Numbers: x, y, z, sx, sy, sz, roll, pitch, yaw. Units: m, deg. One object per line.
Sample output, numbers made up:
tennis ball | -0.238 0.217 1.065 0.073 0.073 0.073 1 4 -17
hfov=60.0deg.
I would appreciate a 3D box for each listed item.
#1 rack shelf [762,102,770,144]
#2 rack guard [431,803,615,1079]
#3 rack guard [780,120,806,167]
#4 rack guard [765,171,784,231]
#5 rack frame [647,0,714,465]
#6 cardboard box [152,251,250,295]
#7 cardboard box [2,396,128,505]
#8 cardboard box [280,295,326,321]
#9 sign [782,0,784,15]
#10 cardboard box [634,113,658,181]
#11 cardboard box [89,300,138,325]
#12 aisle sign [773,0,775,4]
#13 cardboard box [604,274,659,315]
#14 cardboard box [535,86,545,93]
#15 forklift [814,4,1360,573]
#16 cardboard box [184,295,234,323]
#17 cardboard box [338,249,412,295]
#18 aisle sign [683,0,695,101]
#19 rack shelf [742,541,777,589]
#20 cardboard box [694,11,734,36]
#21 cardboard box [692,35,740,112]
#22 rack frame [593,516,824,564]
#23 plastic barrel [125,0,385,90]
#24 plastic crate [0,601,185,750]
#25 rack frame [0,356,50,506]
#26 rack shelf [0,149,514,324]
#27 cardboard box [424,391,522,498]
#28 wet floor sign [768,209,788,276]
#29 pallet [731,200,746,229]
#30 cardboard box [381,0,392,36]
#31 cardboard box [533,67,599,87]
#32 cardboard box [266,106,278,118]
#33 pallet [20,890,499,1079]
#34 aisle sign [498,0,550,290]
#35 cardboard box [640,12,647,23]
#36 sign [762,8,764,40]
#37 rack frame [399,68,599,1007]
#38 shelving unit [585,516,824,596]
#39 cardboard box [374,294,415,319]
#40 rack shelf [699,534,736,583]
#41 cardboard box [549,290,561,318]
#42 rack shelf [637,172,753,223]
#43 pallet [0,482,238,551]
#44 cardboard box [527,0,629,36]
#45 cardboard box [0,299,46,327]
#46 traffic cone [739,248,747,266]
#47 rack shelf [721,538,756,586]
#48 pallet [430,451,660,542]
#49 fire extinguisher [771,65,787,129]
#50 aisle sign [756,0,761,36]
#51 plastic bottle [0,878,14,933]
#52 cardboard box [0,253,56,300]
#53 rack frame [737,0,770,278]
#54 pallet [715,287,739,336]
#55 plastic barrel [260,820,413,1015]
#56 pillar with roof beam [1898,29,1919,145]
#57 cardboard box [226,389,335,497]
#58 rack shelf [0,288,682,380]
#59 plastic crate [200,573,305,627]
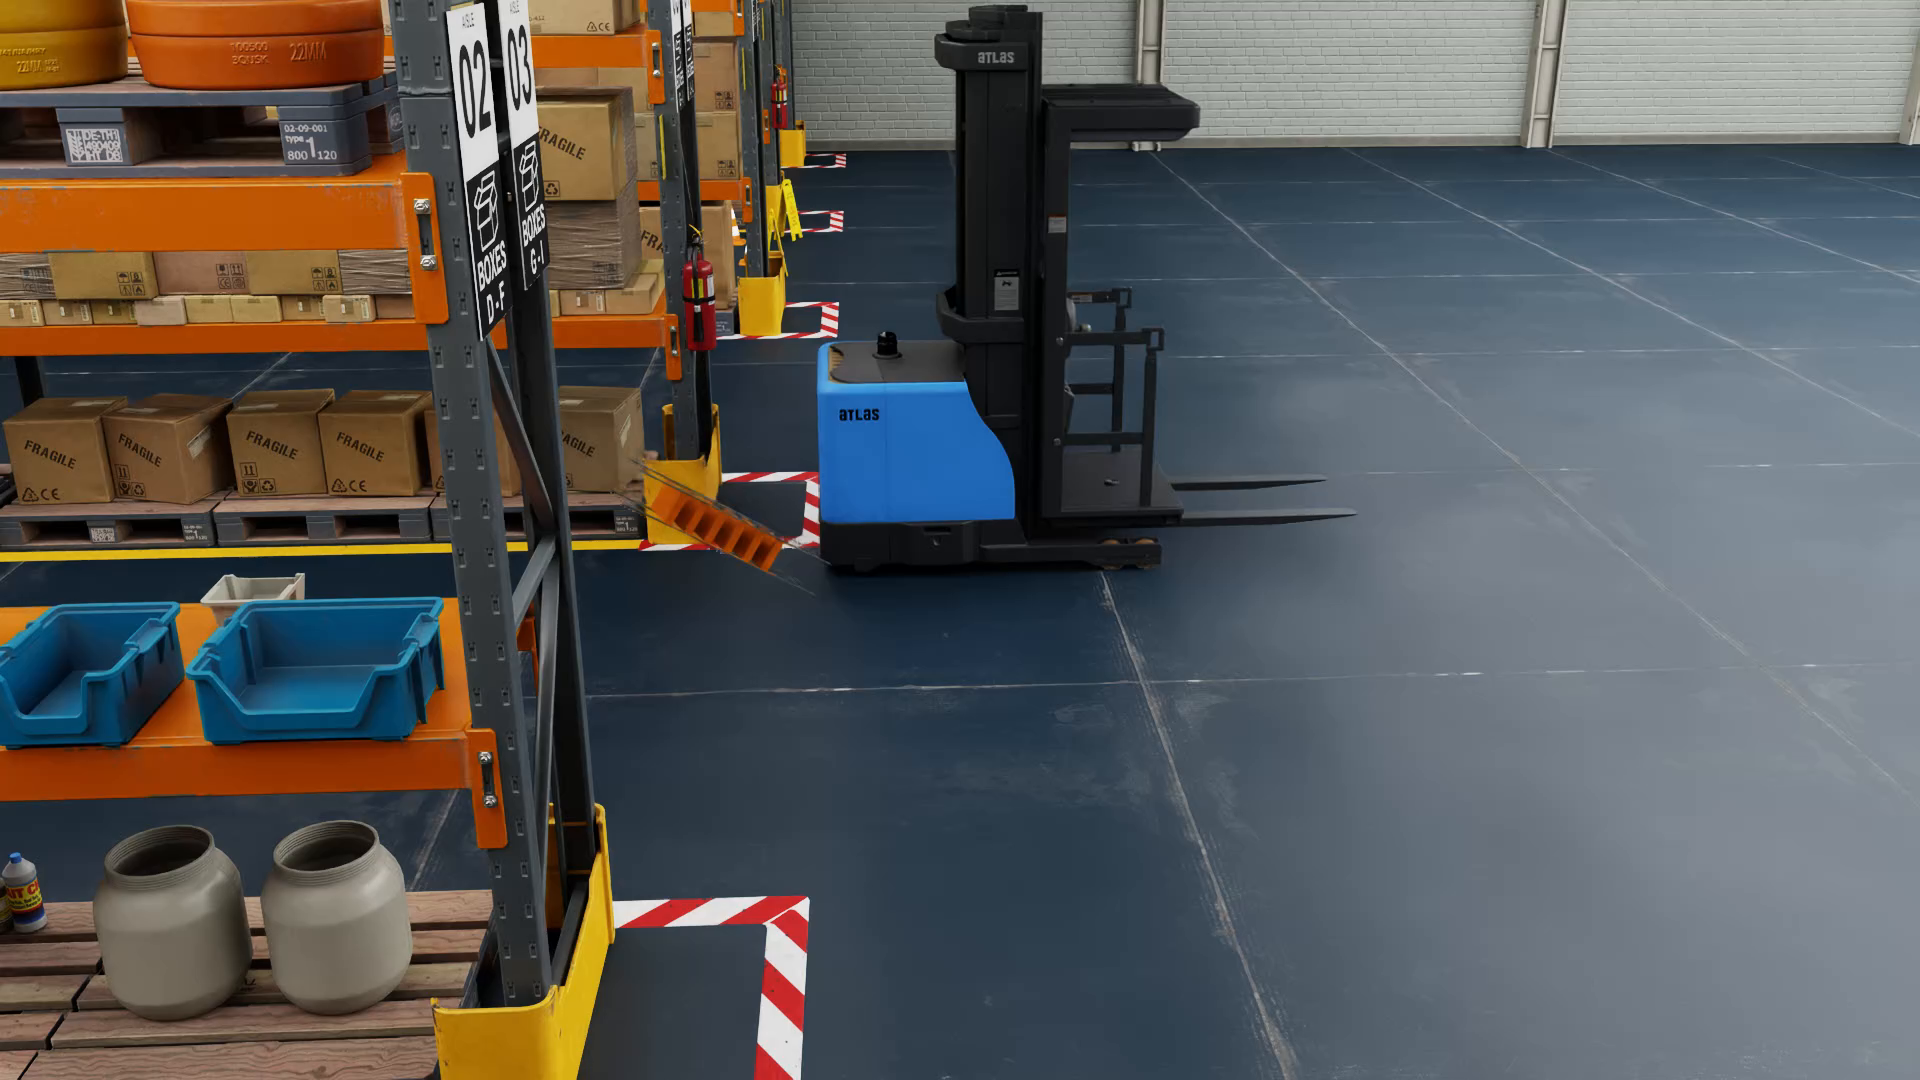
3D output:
rack shelf | -4.145 -4.729 18.838 4.000 0.370 1.077 -1 21 -3
rack guard | -1.373 1.360 5.346 0.348 0.500 1.175 -1 21 -3
rack guard | -2.411 -5.702 23.894 0.348 0.500 1.175 -1 21 -3
rack guard | -2.224 -3.936 19.257 0.348 0.500 1.175 -1 21 -3
rack frame | -1.582 -1.586 9.570 0.127 3.000 1.000 -1 21 -3
cardboard box | -4.128 -1.721 9.367 0.500 0.500 0.875 -1 21 -3
cardboard box | -5.174 -0.527 9.711 0.500 0.500 0.500 -2 21 -5
cardboard box | -3.600 -1.341 9.281 0.250 0.149 0.380 -1 21 -3
sign | -2.418 -7.328 22.693 0.005 0.325 0.100 -1 21 -3
cardboard box | -2.680 -3.377 14.065 0.550 0.550 0.875 -1 21 -3
cardboard box | -4.596 -1.308 9.195 0.250 0.149 0.380 -1 21 -3
aisle sign | -2.104 -6.432 18.647 0.004 0.787 0.394 -1 21 -3
cardboard box | -1.855 -1.389 9.407 0.250 0.149 0.380 -1 21 -3
cardboard box | -2.646 -2.317 9.527 0.500 0.500 0.500 -1 21 -3
forklift | 0.713 -1.378 9.120 3.031 2.935 1.130 -1 21 -2
cardboard box | -4.097 -1.319 9.222 0.250 0.149 0.380 -1 21 -3
cardboard box | -3.127 -1.723 9.371 0.500 0.500 0.875 -1 21 -3
aisle sign | -1.537 -2.909 9.391 0.004 0.787 0.394 -1 21 -3
rack shelf | -1.068 0.126 8.749 0.103 0.180 0.258 9 14 -30
cardboard box | -2.645 -5.671 18.337 0.500 0.500 0.700 -2 21 -4
cardboard box | -2.137 -3.931 14.001 0.550 0.550 0.875 -1 21 -3
rack frame | -1.285 0.001 8.586 1.200 0.006 0.240 9 14 -30
plastic barrel | -1.777 -1.570 4.120 0.708 0.830 0.600 -1 21 -3
plastic crate | -2.431 0.371 4.640 0.408 0.251 0.499 -1 21 -3
rack frame | -5.576 -1.505 9.357 0.127 3.000 1.000 -1 21 -3
rack shelf | -3.296 -0.851 4.437 4.000 0.370 1.077 -1 21 -3
cardboard box | -2.801 -0.583 9.859 0.500 0.500 0.500 4 21 11
wet floor sign | -1.849 -2.953 16.471 0.232 0.644 0.267 -5 21 -12
pallet | -3.037 -3.797 19.299 1.213 0.211 1.003 -1 21 -3
cardboard box | -3.059 -2.799 8.752 0.500 0.250 0.500 -1 21 -2
cardboard box | -3.248 -3.924 13.983 0.550 0.550 0.875 -1 21 -3
cardboard box | -3.615 -2.111 8.986 0.500 0.500 0.500 -1 21 -3
pallet | -2.184 1.510 5.359 1.213 0.211 1.003 -1 21 -3
aisle sign | -1.244 -1.147 4.764 0.004 0.787 0.394 -1 21 -3
cardboard box | -3.654 -5.617 18.194 0.500 0.500 0.700 -1 21 -4
sign | -2.136 -5.597 18.036 0.005 0.325 0.100 -1 21 -3
rack frame | -1.299 0.174 4.949 0.127 3.000 1.000 -1 21 -3
shelving unit | -1.310 0.087 8.605 1.200 0.189 0.258 9 14 -30
cardboard box | -3.102 -1.358 9.325 0.250 0.149 0.380 -1 21 -3
rack shelf | -1.272 0.093 8.628 0.103 0.180 0.258 9 14 -30
cardboard box | -2.351 -1.361 9.333 0.250 0.149 0.380 -1 21 -3
rack shelf | -3.761 -2.973 14.225 4.000 0.370 1.077 -1 21 -3
pallet | -4.907 -0.228 9.922 1.213 0.211 1.003 -1 21 -3
cardboard box | -2.049 -2.817 8.801 0.500 0.250 0.500 -1 21 -2
cardboard box | -5.093 -1.285 9.134 0.250 0.149 0.380 -1 21 -3
traffic cone | -2.101 -3.066 17.024 0.334 0.463 0.336 -1 21 -3
rack shelf | -1.170 0.110 8.689 0.103 0.180 0.258 9 14 -30
pallet | -2.471 -0.277 10.052 1.213 0.211 1.003 -1 21 -3
fire extinguisher | -2.007 -4.909 18.407 0.183 0.674 0.296 -1 21 -3
aisle sign | -1.711 -4.673 14.025 0.004 0.787 0.394 -1 21 -3
plastic bottle | -3.231 1.204 5.557 0.097 0.201 0.097 0 21 0
cardboard box | -5.123 -1.677 9.253 0.500 0.500 0.875 -1 21 -3
rack frame | -1.764 -3.350 14.204 0.127 3.000 1.000 -1 21 -3
pallet | -2.558 -2.003 14.584 1.213 0.211 1.003 -1 21 -3
plastic barrel | -1.952 1.181 5.211 0.421 0.512 0.421 0 21 0
pillar with roof beam | 15.035 -8.815 20.128 0.400 9.000 9.100 -1 21 -3
cardboard box | -3.987 -0.581 9.855 0.500 0.500 0.500 -3 21 -8
rack shelf | -3.579 -1.209 9.592 4.000 0.370 1.077 -1 21 -3
plastic crate | -2.211 0.201 5.249 0.250 0.136 0.298 -1 21 -3
